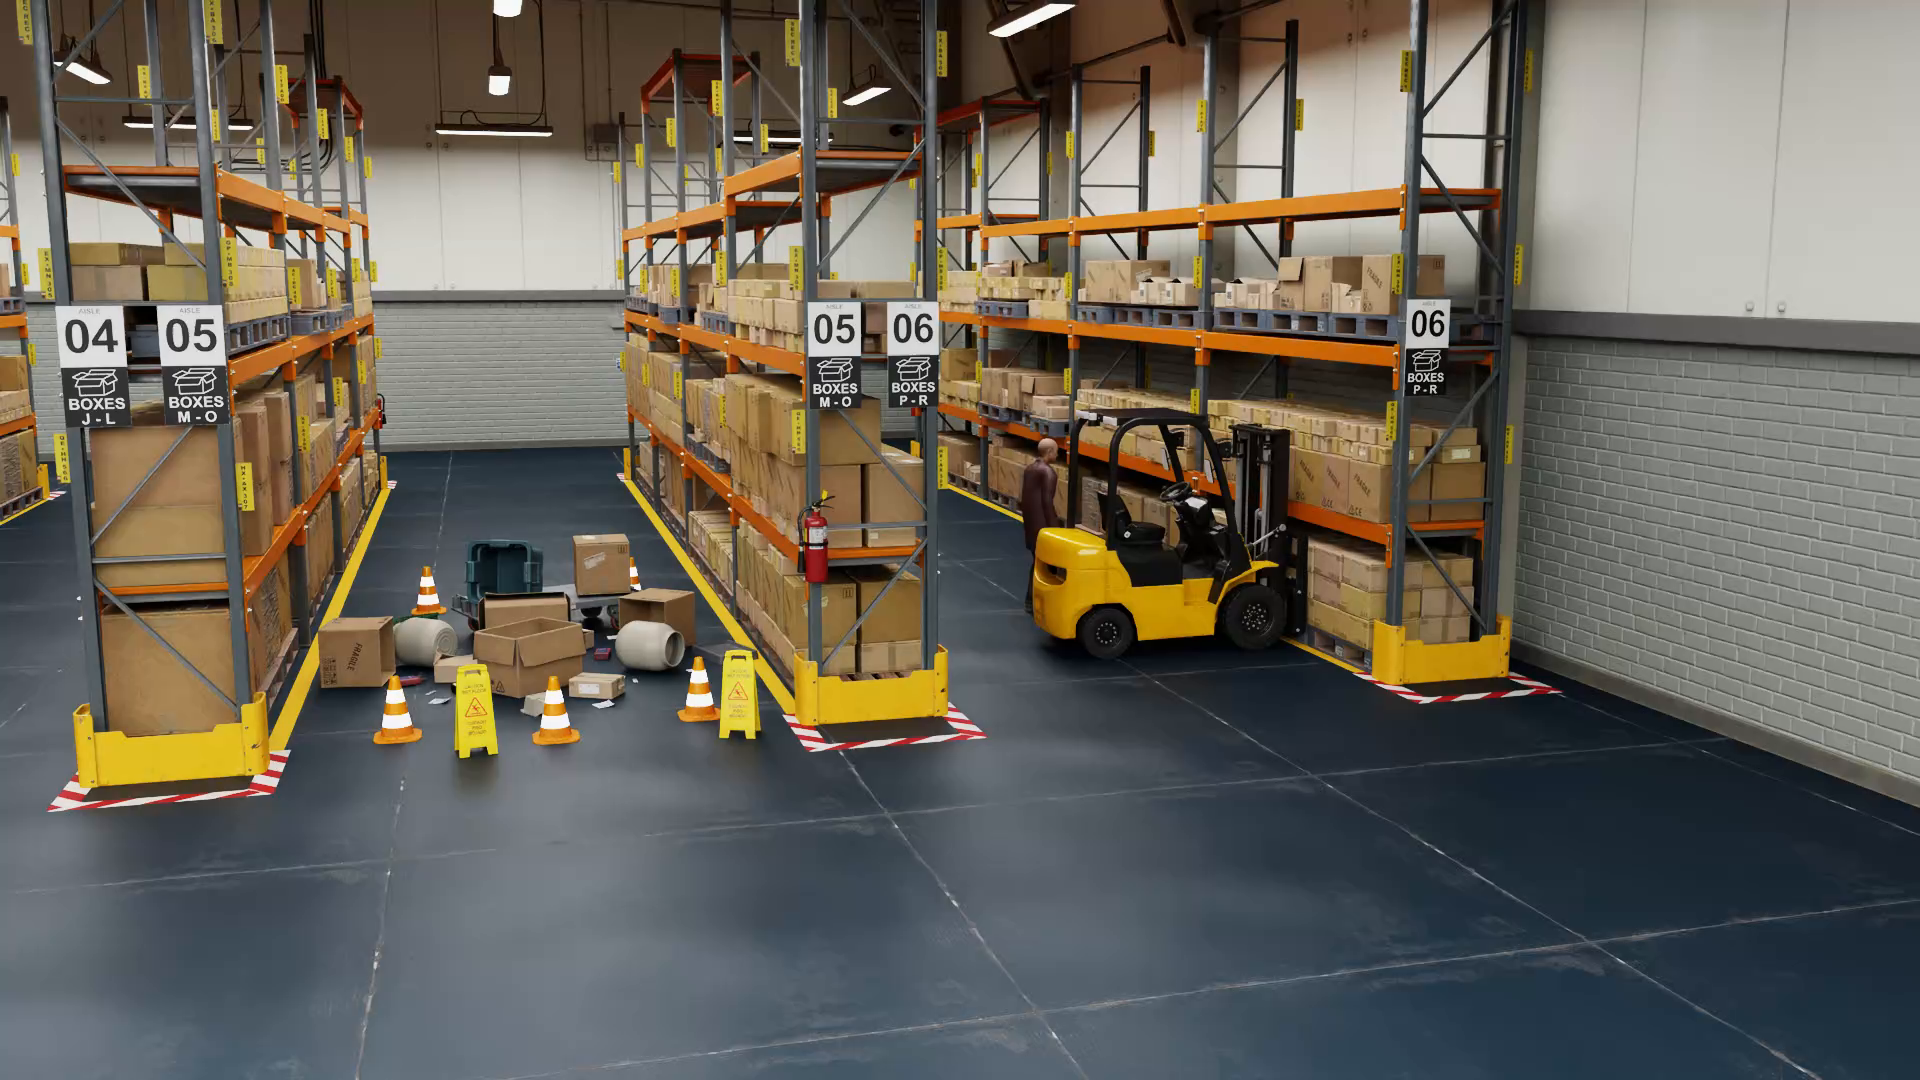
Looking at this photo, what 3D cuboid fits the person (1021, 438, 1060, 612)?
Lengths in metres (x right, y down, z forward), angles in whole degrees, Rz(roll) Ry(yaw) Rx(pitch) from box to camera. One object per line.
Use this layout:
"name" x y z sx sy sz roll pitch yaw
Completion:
"person" 0.843 -0.138 16.787 0.429 1.772 0.644 -3 10 -19
